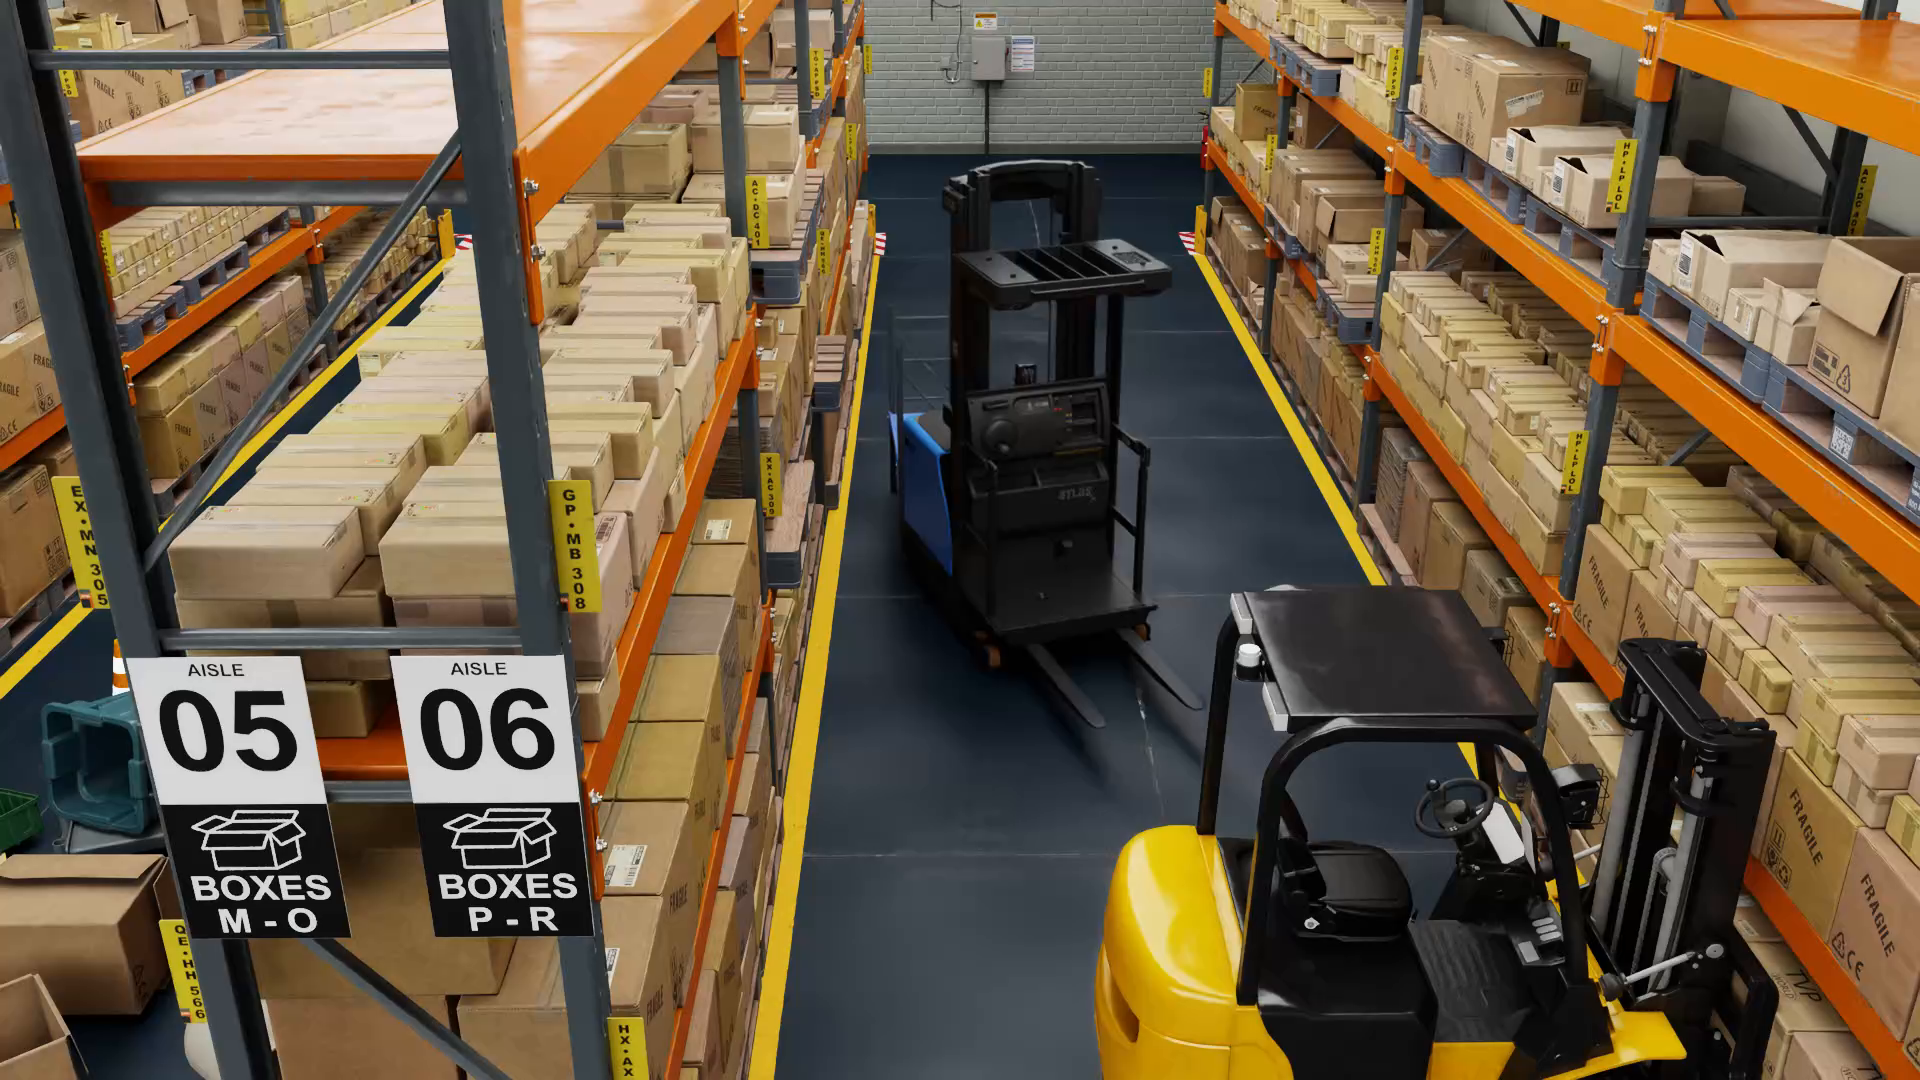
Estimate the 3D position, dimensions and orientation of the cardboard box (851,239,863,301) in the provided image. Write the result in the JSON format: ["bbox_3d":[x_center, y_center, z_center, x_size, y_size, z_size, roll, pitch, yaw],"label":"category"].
[{"bbox_3d":[-1.455,-2.813,17.312,0.875,0.438,0.875,-1,24,-2],"label":"cardboard box"}]

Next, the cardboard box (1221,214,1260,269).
[{"bbox_3d":[3.257,-3.280,18.270,0.700,0.500,0.500,1,24,2],"label":"cardboard box"}]

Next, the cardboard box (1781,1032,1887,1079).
[{"bbox_3d":[3.221,1.967,5.757,0.500,0.250,0.500,0,24,0],"label":"cardboard box"}]

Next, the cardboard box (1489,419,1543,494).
[{"bbox_3d":[3.232,-0.461,9.087,0.500,0.250,0.500,-1,24,-2],"label":"cardboard box"}]

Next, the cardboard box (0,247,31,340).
[{"bbox_3d":[-6.448,-1.556,10.599,0.700,0.500,0.500,-1,24,-1],"label":"cardboard box"}]

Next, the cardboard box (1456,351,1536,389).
[{"bbox_3d":[3.156,-1.004,9.805,0.380,0.149,0.250,-1,24,-2],"label":"cardboard box"}]

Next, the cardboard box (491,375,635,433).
[{"bbox_3d":[-1.200,-0.391,5.056,0.380,0.149,0.250,0,24,-1],"label":"cardboard box"}]

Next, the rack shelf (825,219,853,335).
[{"bbox_3d":[-1.523,-2.009,13.808,1.077,0.370,4.000,0,24,-1],"label":"rack shelf"}]

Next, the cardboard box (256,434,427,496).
[{"bbox_3d":[-1.698,-0.181,4.591,0.380,0.149,0.250,-1,24,-1],"label":"cardboard box"}]

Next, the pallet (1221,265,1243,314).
[{"bbox_3d":[3.396,-2.701,17.849,1.003,0.211,1.213,0,24,-1],"label":"pallet"}]

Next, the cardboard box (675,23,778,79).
[{"bbox_3d":[-1.656,-3.272,11.453,0.797,0.503,0.637,-2,24,-4],"label":"cardboard box"}]

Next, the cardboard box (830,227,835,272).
[{"bbox_3d":[-1.257,-2.300,13.154,0.500,0.250,0.500,0,24,-1],"label":"cardboard box"}]

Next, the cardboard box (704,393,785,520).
[{"bbox_3d":[-1.176,-0.431,8.454,0.500,0.500,0.500,0,24,1],"label":"cardboard box"}]

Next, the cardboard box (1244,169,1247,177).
[{"bbox_3d":[3.164,-3.836,17.280,0.380,0.149,0.250,0,24,-1],"label":"cardboard box"}]

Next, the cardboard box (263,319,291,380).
[{"bbox_3d":[-6.228,-1.634,14.630,0.500,0.500,0.500,-1,24,-2],"label":"cardboard box"}]

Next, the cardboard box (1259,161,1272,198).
[{"bbox_3d":[3.169,-3.460,15.965,0.500,0.250,0.500,0,24,1],"label":"cardboard box"}]

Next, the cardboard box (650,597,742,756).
[{"bbox_3d":[-1.181,0.563,6.767,0.500,0.500,0.500,0,24,1],"label":"cardboard box"}]

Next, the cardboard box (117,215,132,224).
[{"bbox_3d":[-6.927,-2.636,13.396,0.380,0.149,0.250,0,24,1],"label":"cardboard box"}]

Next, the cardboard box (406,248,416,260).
[{"bbox_3d":[-6.302,-3.207,18.533,0.380,0.149,0.250,0,24,-1],"label":"cardboard box"}]

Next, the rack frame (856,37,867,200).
[{"bbox_3d":[-1.588,-4.809,19.126,1.000,3.000,0.127,0,24,-1],"label":"rack frame"}]

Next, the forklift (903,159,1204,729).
[{"bbox_3d":[0.568,-0.716,10.160,1.130,2.935,3.031,-8,26,-18],"label":"forklift"}]

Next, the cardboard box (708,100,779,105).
[{"bbox_3d":[-1.456,-2.298,9.808,0.797,0.503,0.637,0,24,-1],"label":"cardboard box"}]

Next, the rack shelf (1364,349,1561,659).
[{"bbox_3d":[3.484,-0.384,10.216,1.077,0.370,4.000,0,24,-1],"label":"rack shelf"}]

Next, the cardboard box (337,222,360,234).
[{"bbox_3d":[-6.788,-3.372,18.176,0.380,0.149,0.250,-1,24,-3],"label":"cardboard box"}]

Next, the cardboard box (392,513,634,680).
[{"bbox_3d":[-1.153,0.142,4.361,0.500,0.250,0.500,-1,24,-2],"label":"cardboard box"}]

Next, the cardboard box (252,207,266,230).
[{"bbox_3d":[-6.287,-2.801,14.482,0.380,0.149,0.250,0,24,-1],"label":"cardboard box"}]

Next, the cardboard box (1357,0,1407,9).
[{"bbox_3d":[3.575,-4.477,14.066,0.380,0.149,0.250,-1,24,-2],"label":"cardboard box"}]

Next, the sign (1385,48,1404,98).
[{"bbox_3d":[2.920,-3.137,11.162,0.100,0.325,0.005,0,24,-1],"label":"sign"}]

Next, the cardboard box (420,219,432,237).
[{"bbox_3d":[-6.246,-3.557,18.946,0.380,0.149,0.250,-1,24,-2],"label":"cardboard box"}]

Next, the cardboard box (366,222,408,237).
[{"bbox_3d":[-6.263,-3.374,18.182,0.380,0.149,0.250,-1,24,-3],"label":"cardboard box"}]

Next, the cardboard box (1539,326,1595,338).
[{"bbox_3d":[3.808,-1.219,10.279,0.380,0.149,0.250,-1,24,-1],"label":"cardboard box"}]

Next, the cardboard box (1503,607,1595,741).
[{"bbox_3d":[3.489,0.788,9.124,0.875,0.625,0.625,1,24,2],"label":"cardboard box"}]

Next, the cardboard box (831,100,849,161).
[{"bbox_3d":[-1.308,-3.859,15.691,0.500,0.500,0.500,0,24,0],"label":"cardboard box"}]

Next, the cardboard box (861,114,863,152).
[{"bbox_3d":[-1.328,-4.450,18.211,0.500,0.500,0.500,-1,24,-2],"label":"cardboard box"}]

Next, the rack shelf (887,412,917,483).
[{"bbox_3d":[-0.241,-0.702,12.302,0.538,0.185,1.000,-2,24,-5],"label":"rack shelf"}]

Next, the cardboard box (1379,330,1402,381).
[{"bbox_3d":[3.223,-1.284,11.514,0.500,0.250,0.500,0,24,0],"label":"cardboard box"}]

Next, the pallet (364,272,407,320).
[{"bbox_3d":[-6.552,-2.607,17.641,1.003,0.211,1.213,0,24,-1],"label":"pallet"}]

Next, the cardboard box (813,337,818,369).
[{"bbox_3d":[-1.139,-1.241,11.034,0.380,0.149,0.250,0,24,-1],"label":"cardboard box"}]

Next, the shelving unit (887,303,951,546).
[{"bbox_3d":[-0.241,-0.866,12.227,0.538,1.500,1.048,-2,24,-5],"label":"shelving unit"}]

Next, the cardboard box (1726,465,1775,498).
[{"bbox_3d":[3.812,-0.234,7.742,0.380,0.149,0.250,0,24,0],"label":"cardboard box"}]

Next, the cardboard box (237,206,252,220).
[{"bbox_3d":[-6.280,-2.823,14.168,0.380,0.149,0.250,-1,24,-2],"label":"cardboard box"}]

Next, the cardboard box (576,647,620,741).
[{"bbox_3d":[-1.093,0.394,4.288,0.380,0.149,0.250,0,24,-1],"label":"cardboard box"}]

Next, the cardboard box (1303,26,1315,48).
[{"bbox_3d":[3.038,-4.128,13.654,0.380,0.149,0.250,-1,24,-1],"label":"cardboard box"}]

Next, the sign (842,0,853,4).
[{"bbox_3d":[-1.002,-4.913,14.706,0.100,0.325,0.005,0,24,-1],"label":"sign"}]

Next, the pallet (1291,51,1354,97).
[{"bbox_3d":[3.370,-3.769,13.415,1.213,0.211,1.003,0,24,-1],"label":"pallet"}]

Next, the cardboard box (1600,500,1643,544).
[{"bbox_3d":[3.246,-0.097,7.798,0.380,0.149,0.250,-1,24,-1],"label":"cardboard box"}]

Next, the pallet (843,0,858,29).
[{"bbox_3d":[-1.554,-5.326,16.736,1.003,0.211,1.213,0,24,-1],"label":"pallet"}]

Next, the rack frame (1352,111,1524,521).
[{"bbox_3d":[3.462,-1.536,11.890,1.000,3.000,0.127,0,24,-1],"label":"rack frame"}]

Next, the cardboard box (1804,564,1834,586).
[{"bbox_3d":[3.840,0.221,7.096,0.380,0.149,0.250,0,24,0],"label":"cardboard box"}]

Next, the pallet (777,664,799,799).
[{"bbox_3d":[-1.467,1.086,9.477,1.003,0.211,1.213,0,24,-1],"label":"pallet"}]

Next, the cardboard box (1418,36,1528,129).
[{"bbox_3d":[3.227,-2.886,10.482,0.500,0.500,0.500,0,24,0],"label":"cardboard box"}]

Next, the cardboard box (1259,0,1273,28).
[{"bbox_3d":[3.147,-5.030,15.796,0.500,0.250,0.500,-1,24,-2],"label":"cardboard box"}]

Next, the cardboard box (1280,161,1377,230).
[{"bbox_3d":[3.206,-3.008,14.512,0.700,0.500,0.500,0,24,0],"label":"cardboard box"}]

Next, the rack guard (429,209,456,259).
[{"bbox_3d":[-6.536,-3.575,19.431,1.175,0.500,0.348,0,24,-1],"label":"rack guard"}]

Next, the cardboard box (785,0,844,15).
[{"bbox_3d":[-1.341,-5.053,15.274,0.500,0.500,0.500,0,24,0],"label":"cardboard box"}]

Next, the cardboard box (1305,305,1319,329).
[{"bbox_3d":[3.233,-1.948,14.537,0.380,0.149,0.250,0,24,-1],"label":"cardboard box"}]

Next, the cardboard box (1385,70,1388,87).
[{"bbox_3d":[3.234,-3.268,11.778,0.380,0.149,0.250,-1,24,-2],"label":"cardboard box"}]

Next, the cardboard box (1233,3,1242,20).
[{"bbox_3d":[3.071,-5.528,17.381,0.380,0.149,0.250,0,24,-1],"label":"cardboard box"}]

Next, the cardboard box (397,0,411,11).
[{"bbox_3d":[-6.267,-5.857,17.986,0.500,0.250,0.500,-1,24,-2],"label":"cardboard box"}]
